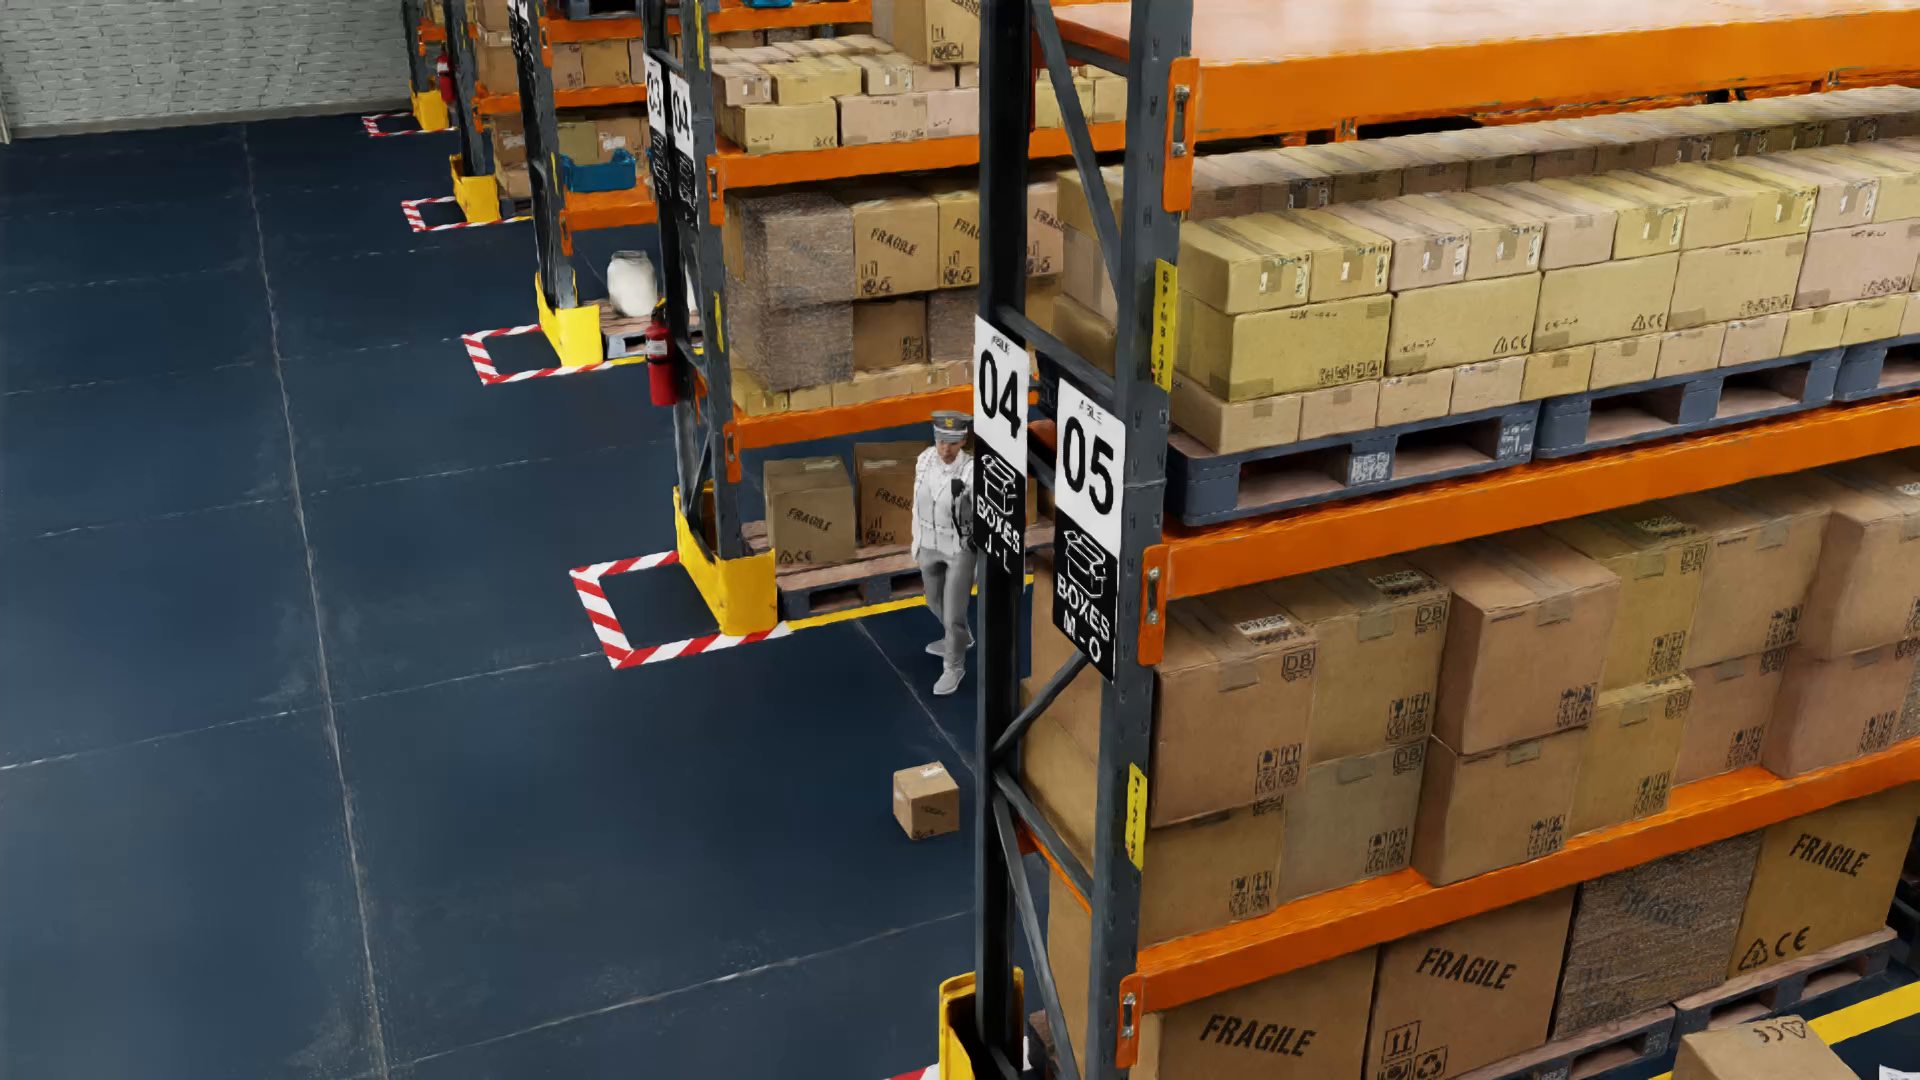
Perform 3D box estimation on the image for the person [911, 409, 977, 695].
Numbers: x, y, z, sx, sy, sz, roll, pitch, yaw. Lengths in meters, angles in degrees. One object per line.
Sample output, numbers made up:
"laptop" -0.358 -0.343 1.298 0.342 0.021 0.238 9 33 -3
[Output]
"person" -0.015 0.014 9.072 0.525 1.667 0.530 17 31 31
